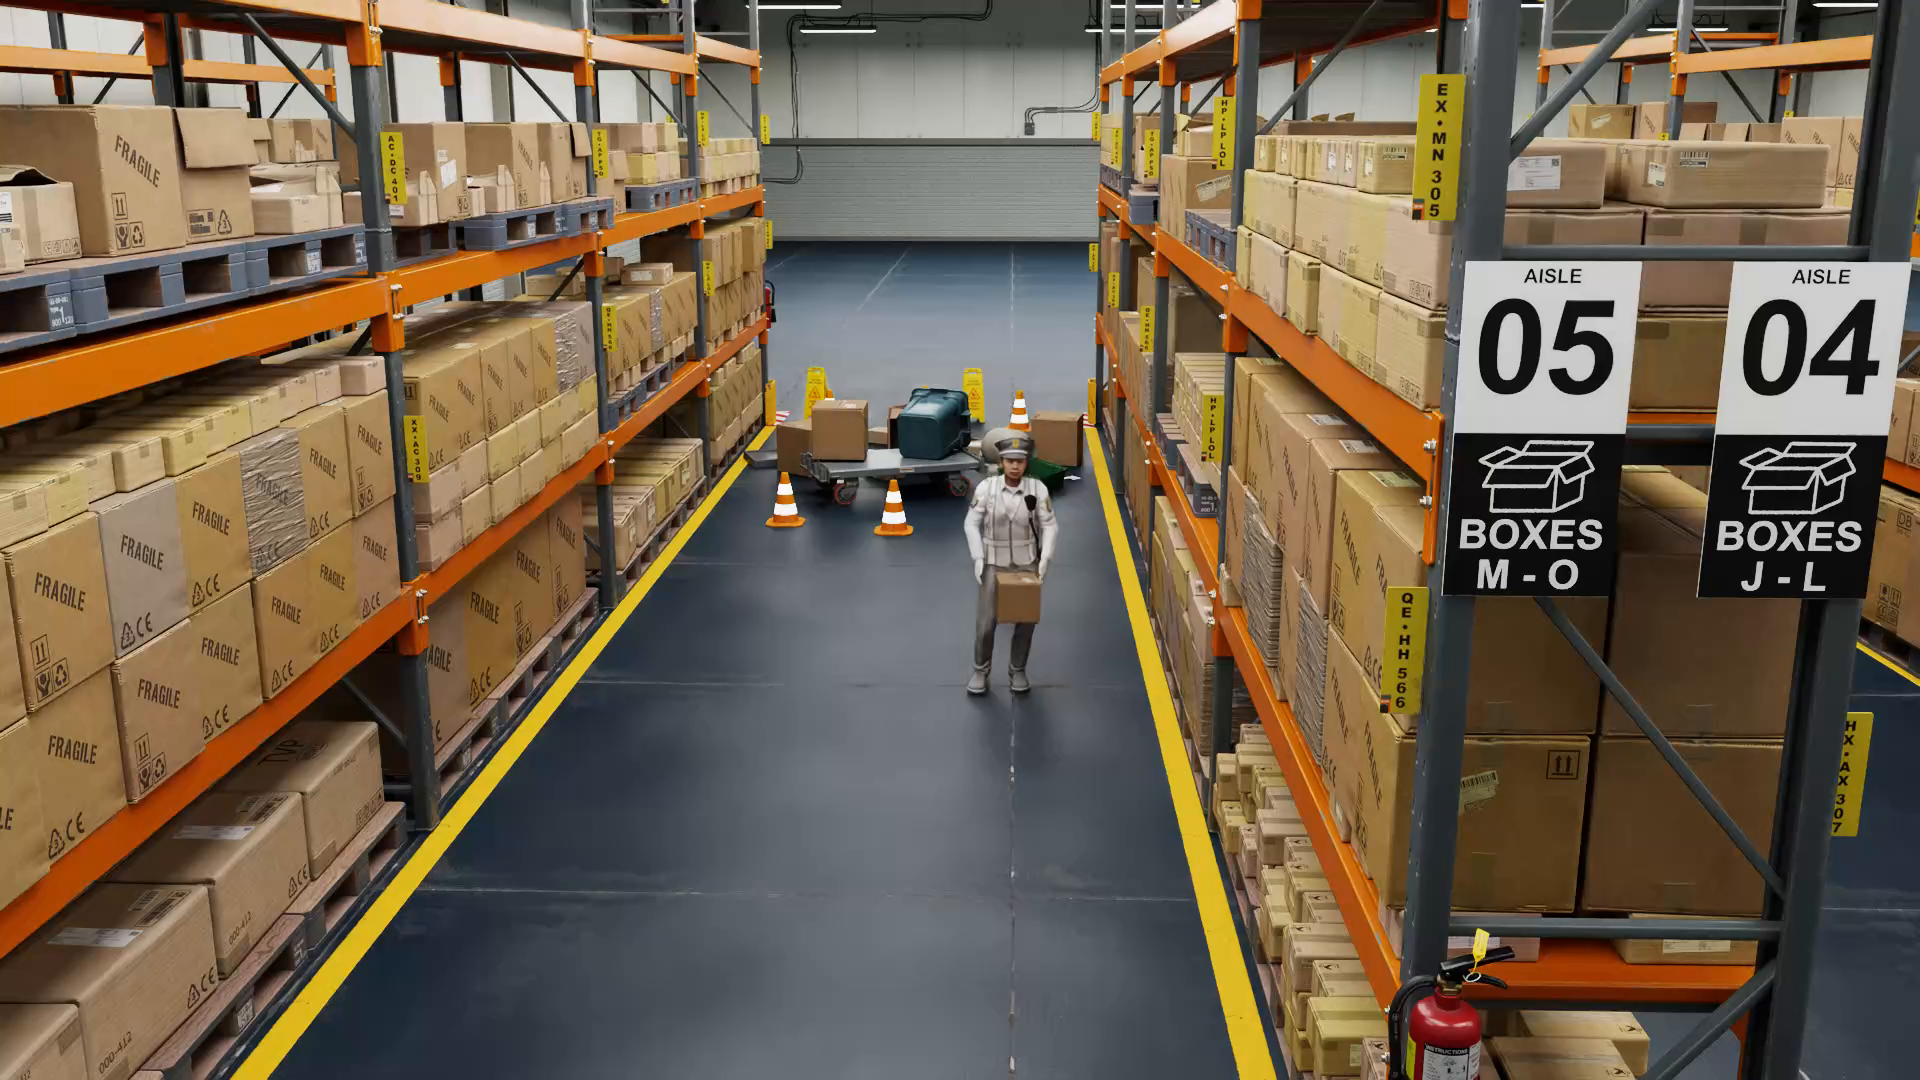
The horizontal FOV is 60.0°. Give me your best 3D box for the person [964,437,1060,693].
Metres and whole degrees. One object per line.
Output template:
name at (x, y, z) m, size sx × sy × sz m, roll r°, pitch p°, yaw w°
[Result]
person at (0.322, 0.159, 10.369) m, size 0.596 × 1.656 × 0.463 m, roll 0°, pitch 14°, yaw -1°
